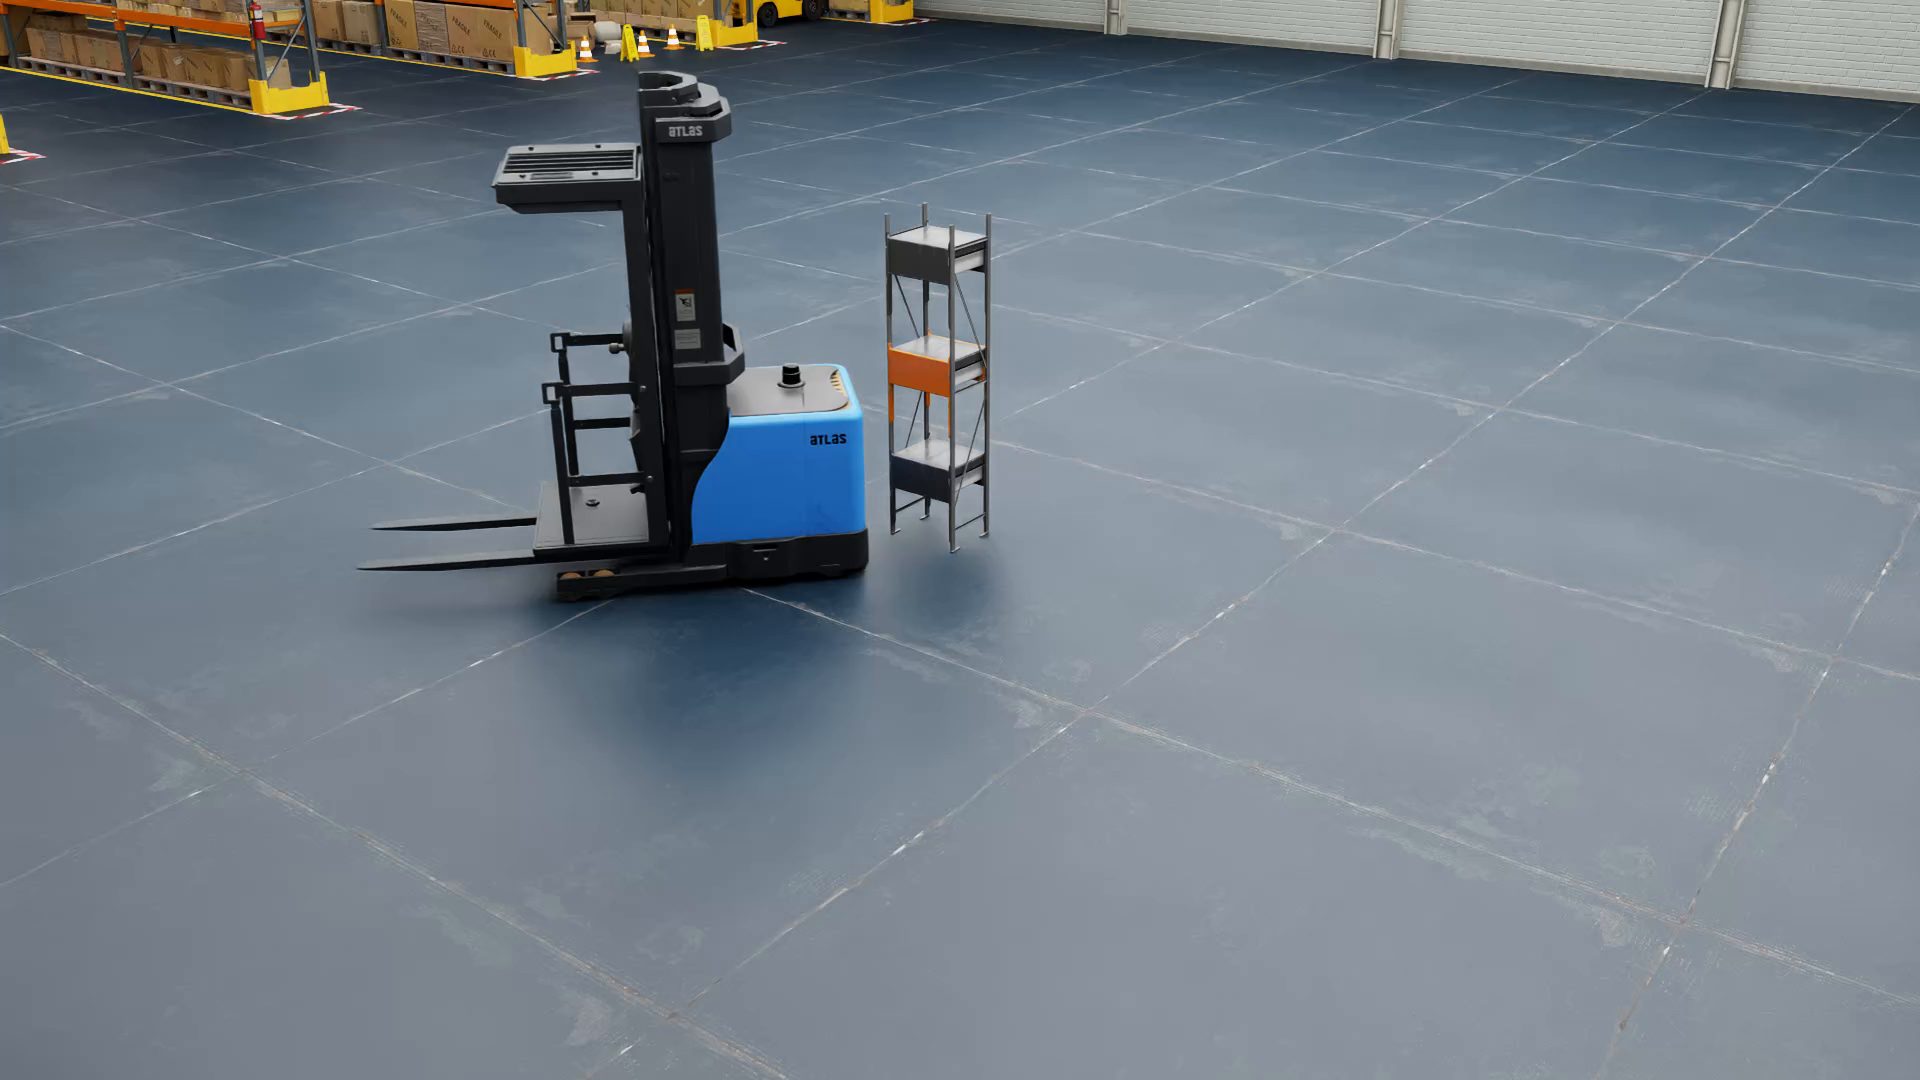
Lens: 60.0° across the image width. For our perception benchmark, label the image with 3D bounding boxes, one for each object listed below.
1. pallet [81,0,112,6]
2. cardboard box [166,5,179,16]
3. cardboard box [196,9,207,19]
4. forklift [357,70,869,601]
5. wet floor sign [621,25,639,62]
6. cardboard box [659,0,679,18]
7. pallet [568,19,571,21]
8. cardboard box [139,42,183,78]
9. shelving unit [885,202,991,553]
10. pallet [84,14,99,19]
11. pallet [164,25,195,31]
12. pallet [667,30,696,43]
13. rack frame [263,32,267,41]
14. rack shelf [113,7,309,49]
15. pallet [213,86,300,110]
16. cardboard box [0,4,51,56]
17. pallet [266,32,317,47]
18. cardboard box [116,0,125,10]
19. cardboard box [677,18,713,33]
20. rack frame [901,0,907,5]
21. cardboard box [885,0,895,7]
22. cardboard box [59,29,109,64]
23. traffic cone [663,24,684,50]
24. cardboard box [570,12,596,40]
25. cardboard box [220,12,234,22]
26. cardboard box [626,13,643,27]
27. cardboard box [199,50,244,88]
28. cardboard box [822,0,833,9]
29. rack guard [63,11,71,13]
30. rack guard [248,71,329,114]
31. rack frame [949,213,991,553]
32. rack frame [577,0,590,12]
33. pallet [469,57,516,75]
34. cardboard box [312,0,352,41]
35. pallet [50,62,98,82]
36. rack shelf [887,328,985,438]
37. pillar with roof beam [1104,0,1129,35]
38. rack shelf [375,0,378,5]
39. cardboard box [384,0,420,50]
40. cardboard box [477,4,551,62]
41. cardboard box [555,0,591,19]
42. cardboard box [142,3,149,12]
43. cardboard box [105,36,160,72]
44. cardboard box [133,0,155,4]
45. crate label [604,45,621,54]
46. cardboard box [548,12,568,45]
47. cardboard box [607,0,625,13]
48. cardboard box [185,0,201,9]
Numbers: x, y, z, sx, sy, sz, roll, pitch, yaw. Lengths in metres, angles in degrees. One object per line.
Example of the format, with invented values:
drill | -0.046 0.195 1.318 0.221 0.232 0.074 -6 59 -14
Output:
pallet | -14.171 -9.254 28.270 1.213 0.211 1.003 17 29 33
cardboard box | -12.447 -8.487 26.604 0.250 0.149 0.380 17 29 33
cardboard box | -11.808 -8.327 26.240 0.250 0.149 0.380 17 29 33
forklift | -2.130 -1.207 9.855 3.031 2.935 1.130 -4 24 -9
wet floor sign | -6.180 -9.273 30.995 0.232 0.644 0.267 12 26 24
cardboard box | -5.720 -10.851 33.618 0.500 0.500 0.500 18 30 35
pallet | -8.327 -11.219 35.950 1.213 0.211 1.003 17 29 33
cardboard box | -13.351 -8.048 27.876 0.500 0.500 0.500 16 28 32
shelving unit | -0.132 -1.001 10.418 0.503 2.100 0.431 17 29 33
pallet | -19.504 -12.085 37.916 1.213 0.211 1.003 17 29 33
pallet | -16.369 -11.156 35.808 1.213 0.211 1.003 17 29 33
pallet | -5.193 -10.290 33.842 1.213 0.211 1.003 17 29 33
rack frame | -13.792 -11.653 33.477 0.127 3.000 1.000 17 29 33
rack shelf | -12.047 -8.297 26.752 4.000 0.370 1.077 17 29 33
pallet | -11.136 -7.093 26.585 1.213 0.211 1.003 17 29 33
cardboard box | -17.388 -9.470 30.638 0.875 0.875 1.225 15 28 31
pallet | -13.207 -10.162 33.551 1.213 0.211 1.003 17 29 33
cardboard box | -13.655 -8.846 27.417 0.250 0.149 0.380 17 29 33
cardboard box | -5.330 -10.388 33.496 0.500 0.250 0.500 17 29 33
rack frame | -1.529 -12.942 36.403 0.127 3.000 1.000 17 29 33
cardboard box | -1.805 -12.058 37.286 0.500 0.250 0.500 17 29 34
cardboard box | -15.390 -8.714 29.361 0.500 0.500 0.700 20 31 38
traffic cone | -5.621 -9.867 32.569 0.334 0.463 0.336 17 29 33
cardboard box | -7.662 -10.466 33.881 0.500 0.500 0.500 -5 24 -12
cardboard box | -11.229 -8.134 25.803 0.250 0.149 0.380 17 29 33
cardboard box | -6.533 -10.758 34.336 0.500 0.250 0.500 16 29 33
cardboard box | -11.924 -7.638 26.945 0.500 0.500 0.500 20 31 38
cardboard box | -2.881 -12.135 37.461 0.500 0.250 0.500 17 29 34
rack guard | -20.133 -12.425 38.330 0.348 0.500 1.175 17 29 33
rack guard | -10.507 -7.017 26.055 0.348 0.500 1.175 17 29 33
rack frame | 0.063 -0.942 10.284 0.015 2.100 0.400 17 29 33
rack frame | -7.704 -12.307 34.962 0.127 3.000 1.000 17 29 33
pallet | -8.077 -8.610 30.030 1.213 0.211 1.003 17 29 33
cardboard box | -11.912 -10.204 32.458 0.750 0.750 1.050 17 29 33
pallet | -15.251 -8.316 29.363 1.213 0.211 1.003 17 29 33
rack shelf | -0.132 -0.988 10.423 0.480 0.518 0.431 17 29 33
pillar with roof beam | 0.674 -13.307 29.790 0.400 9.000 9.100 17 29 33
rack shelf | -12.192 -10.840 32.524 4.000 0.370 1.077 17 29 33
cardboard box | -10.130 -9.731 31.229 0.875 0.875 0.875 17 29 34
cardboard box | -7.973 -9.081 29.754 0.875 0.875 0.875 17 29 34
cardboard box | -8.125 -11.423 35.693 0.625 0.372 0.950 17 29 34
cardboard box | -13.041 -8.672 27.024 0.250 0.149 0.380 17 29 33
cardboard box | -14.125 -8.322 28.473 0.500 0.500 0.700 14 28 29
cardboard box | -12.945 -9.030 27.032 0.500 0.500 0.875 17 29 33
crate label | -6.681 -9.447 32.022 0.298 0.136 0.250 3 24 6
cardboard box | -8.180 -10.091 32.860 0.503 0.637 0.797 17 29 33
cardboard box | -6.958 -11.229 34.474 0.500 0.500 0.500 18 30 35
cardboard box | -11.716 -8.683 26.244 0.500 0.500 0.875 17 29 33
